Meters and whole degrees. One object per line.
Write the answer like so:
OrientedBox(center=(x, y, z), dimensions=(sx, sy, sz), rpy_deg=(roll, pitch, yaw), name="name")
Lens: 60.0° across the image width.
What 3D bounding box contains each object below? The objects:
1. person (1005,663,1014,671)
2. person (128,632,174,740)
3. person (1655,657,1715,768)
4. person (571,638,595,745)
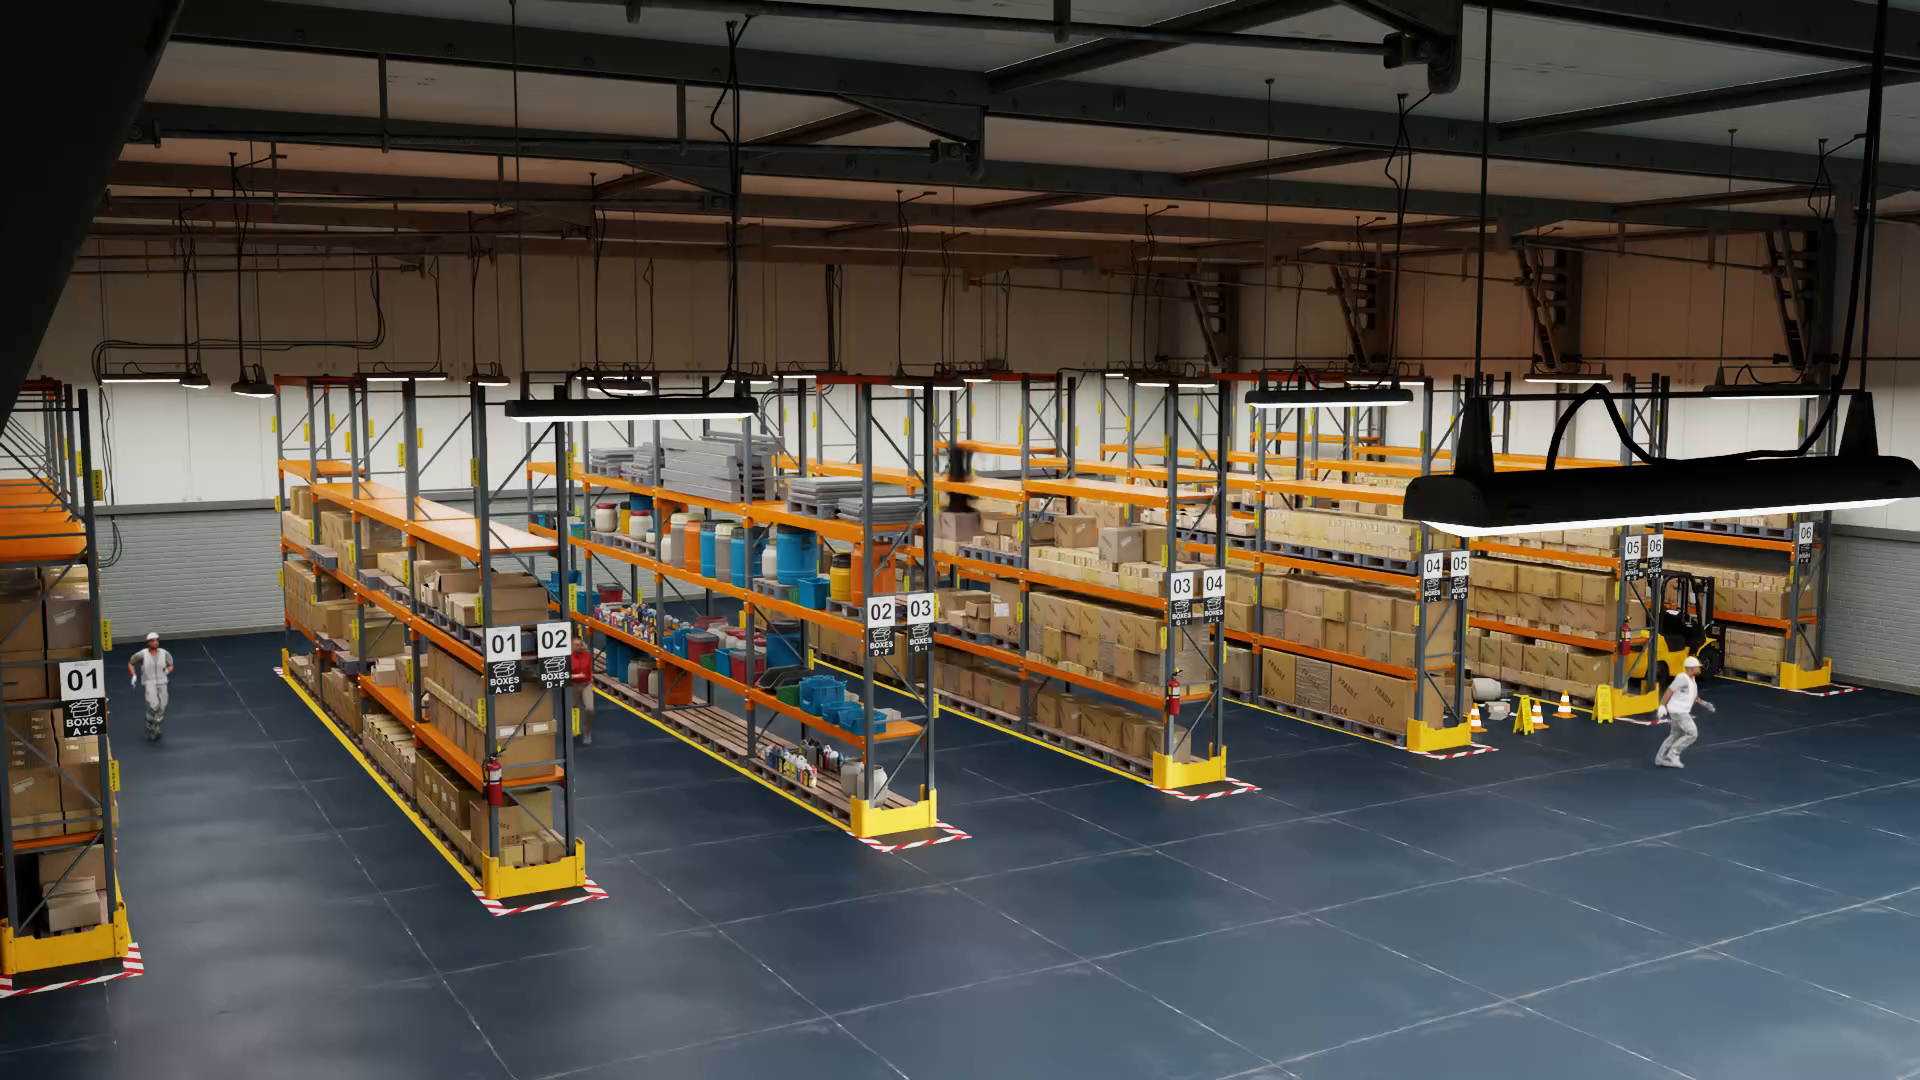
OrientedBox(center=(1.072, 1.903, 32.627), dimensions=(0.704, 1.710, 0.700), rpy_deg=(-3, 7, -22), name="person")
OrientedBox(center=(-13.362, 2.425, 27.591), dimensions=(0.649, 1.783, 0.698), rpy_deg=(-6, 8, -42), name="person")
OrientedBox(center=(11.180, 2.653, 25.617), dimensions=(0.801, 1.724, 0.673), rpy_deg=(3, 7, 28), name="person")
OrientedBox(center=(-6.283, 2.495, 27.373), dimensions=(0.611, 1.790, 0.855), rpy_deg=(-4, 7, -30), name="person")
